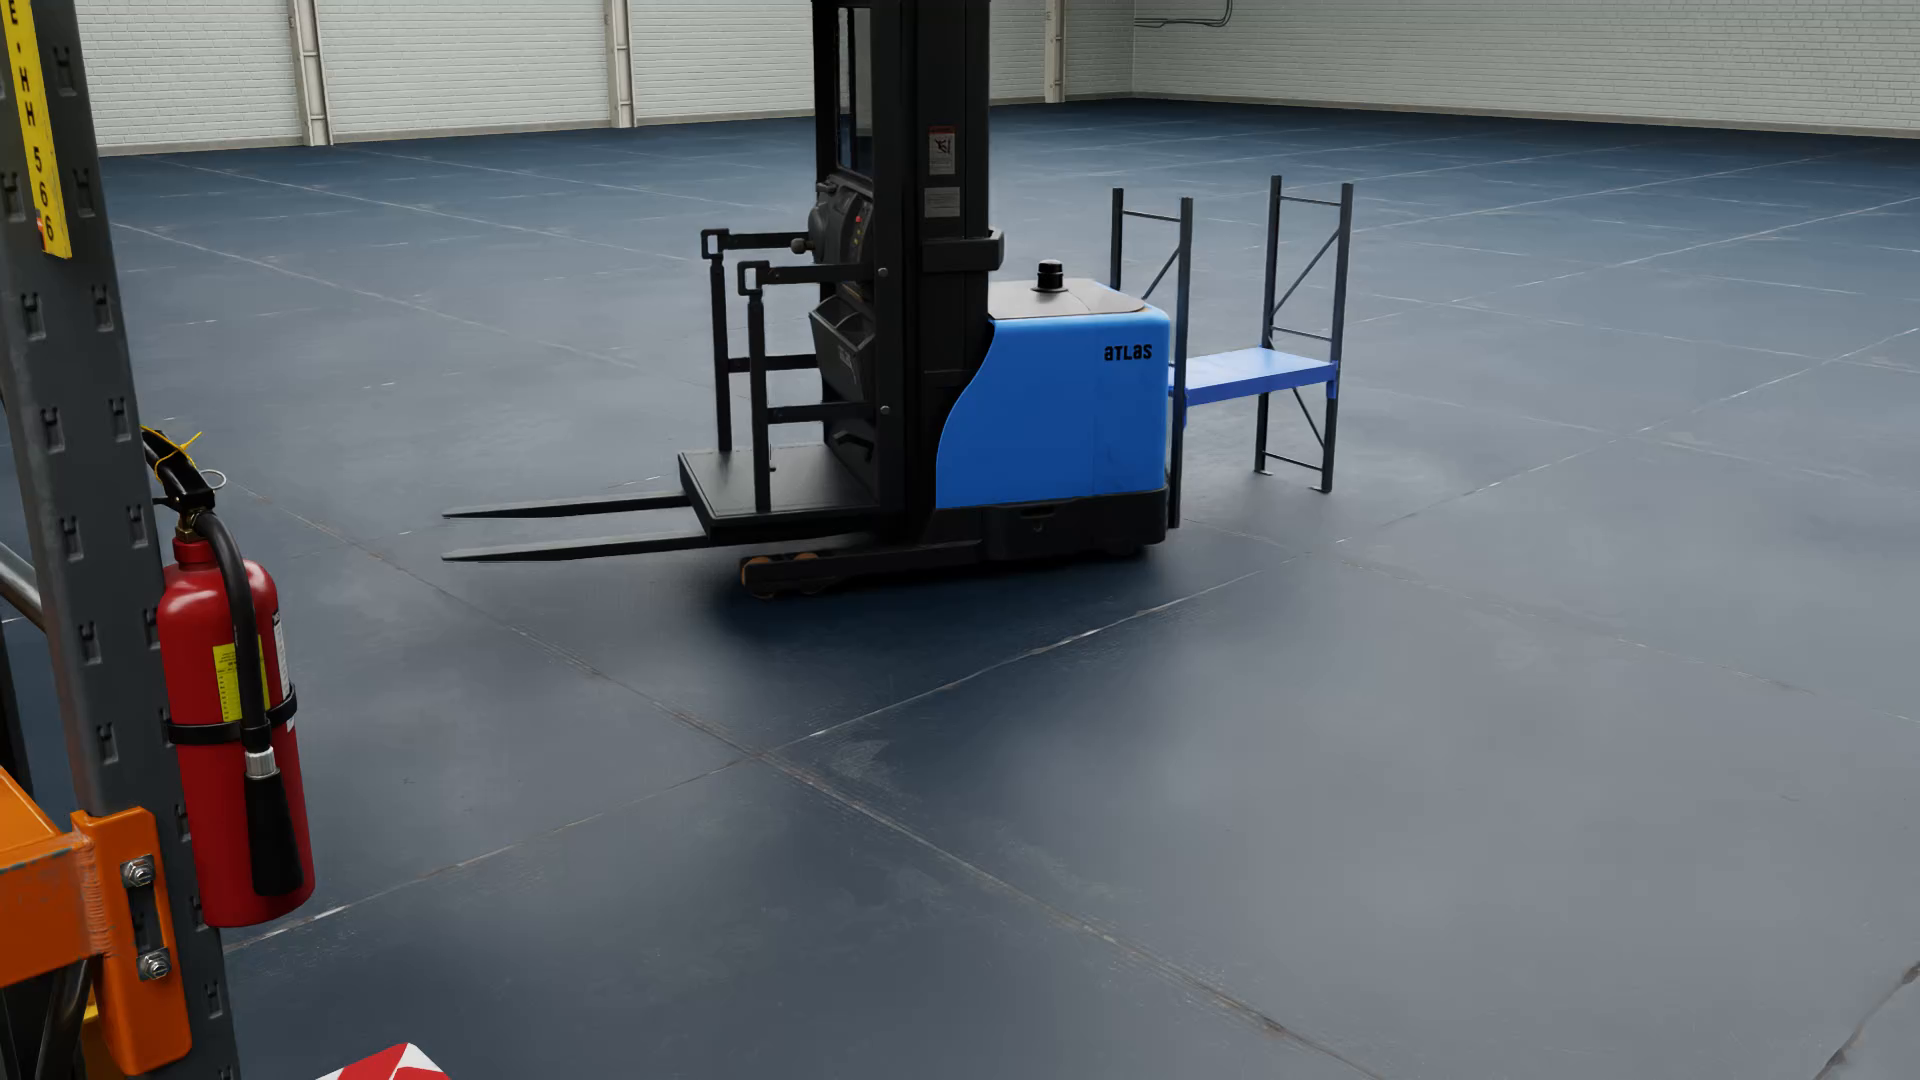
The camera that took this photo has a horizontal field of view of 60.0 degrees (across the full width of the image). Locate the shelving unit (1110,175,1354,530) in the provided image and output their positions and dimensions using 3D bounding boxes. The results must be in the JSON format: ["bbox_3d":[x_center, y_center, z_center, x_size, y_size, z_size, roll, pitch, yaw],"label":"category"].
[{"bbox_3d":[1.264,-0.918,7.884,1.048,1.500,0.538,-12,22,-34],"label":"shelving unit"}]

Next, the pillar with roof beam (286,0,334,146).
[{"bbox_3d":[-7.860,-9.979,23.671,0.400,9.000,9.100,-16,24,-41],"label":"pillar with roof beam"}]

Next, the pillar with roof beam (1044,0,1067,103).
[{"bbox_3d":[5.219,-13.793,35.435,0.400,9.000,9.100,-16,24,-41],"label":"pillar with roof beam"}]

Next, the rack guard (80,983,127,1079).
[{"bbox_3d":[-1.370,1.245,2.835,0.348,0.500,1.175,-16,24,-41],"label":"rack guard"}]

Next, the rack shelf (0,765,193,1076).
[{"bbox_3d":[-2.840,0.827,1.238,4.000,0.370,1.077,-16,24,-41],"label":"rack shelf"}]

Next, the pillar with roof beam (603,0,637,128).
[{"bbox_3d":[-3.501,-11.250,27.593,0.400,9.000,9.100,-16,24,-41],"label":"pillar with roof beam"}]

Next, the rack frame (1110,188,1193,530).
[{"bbox_3d":[0.851,-0.826,7.602,0.032,1.500,0.500,-12,22,-34],"label":"rack frame"}]

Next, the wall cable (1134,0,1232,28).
[{"bbox_3d":[5.310,-13.608,39.901,0.112,2.526,3.097,-16,24,-41],"label":"wall cable"}]

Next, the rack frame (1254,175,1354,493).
[{"bbox_3d":[1.677,-1.009,8.166,0.032,1.500,0.500,-12,22,-34],"label":"rack frame"}]

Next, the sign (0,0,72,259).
[{"bbox_3d":[-1.025,-0.478,1.835,0.005,0.325,0.100,-16,24,-41],"label":"sign"}]

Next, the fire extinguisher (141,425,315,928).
[{"bbox_3d":[-0.982,0.177,2.202,0.183,0.674,0.296,-16,24,-41],"label":"fire extinguisher"}]

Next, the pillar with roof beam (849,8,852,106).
[{"bbox_3d":[0.859,-12.521,31.514,0.400,9.000,9.100,-16,24,-41],"label":"pillar with roof beam"}]

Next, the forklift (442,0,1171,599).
[{"bbox_3d":[-0.676,-1.338,6.858,3.031,2.935,1.130,-5,19,-16],"label":"forklift"}]

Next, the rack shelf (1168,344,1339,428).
[{"bbox_3d":[1.264,-0.747,7.939,1.000,0.185,0.538,-12,22,-34],"label":"rack shelf"}]
